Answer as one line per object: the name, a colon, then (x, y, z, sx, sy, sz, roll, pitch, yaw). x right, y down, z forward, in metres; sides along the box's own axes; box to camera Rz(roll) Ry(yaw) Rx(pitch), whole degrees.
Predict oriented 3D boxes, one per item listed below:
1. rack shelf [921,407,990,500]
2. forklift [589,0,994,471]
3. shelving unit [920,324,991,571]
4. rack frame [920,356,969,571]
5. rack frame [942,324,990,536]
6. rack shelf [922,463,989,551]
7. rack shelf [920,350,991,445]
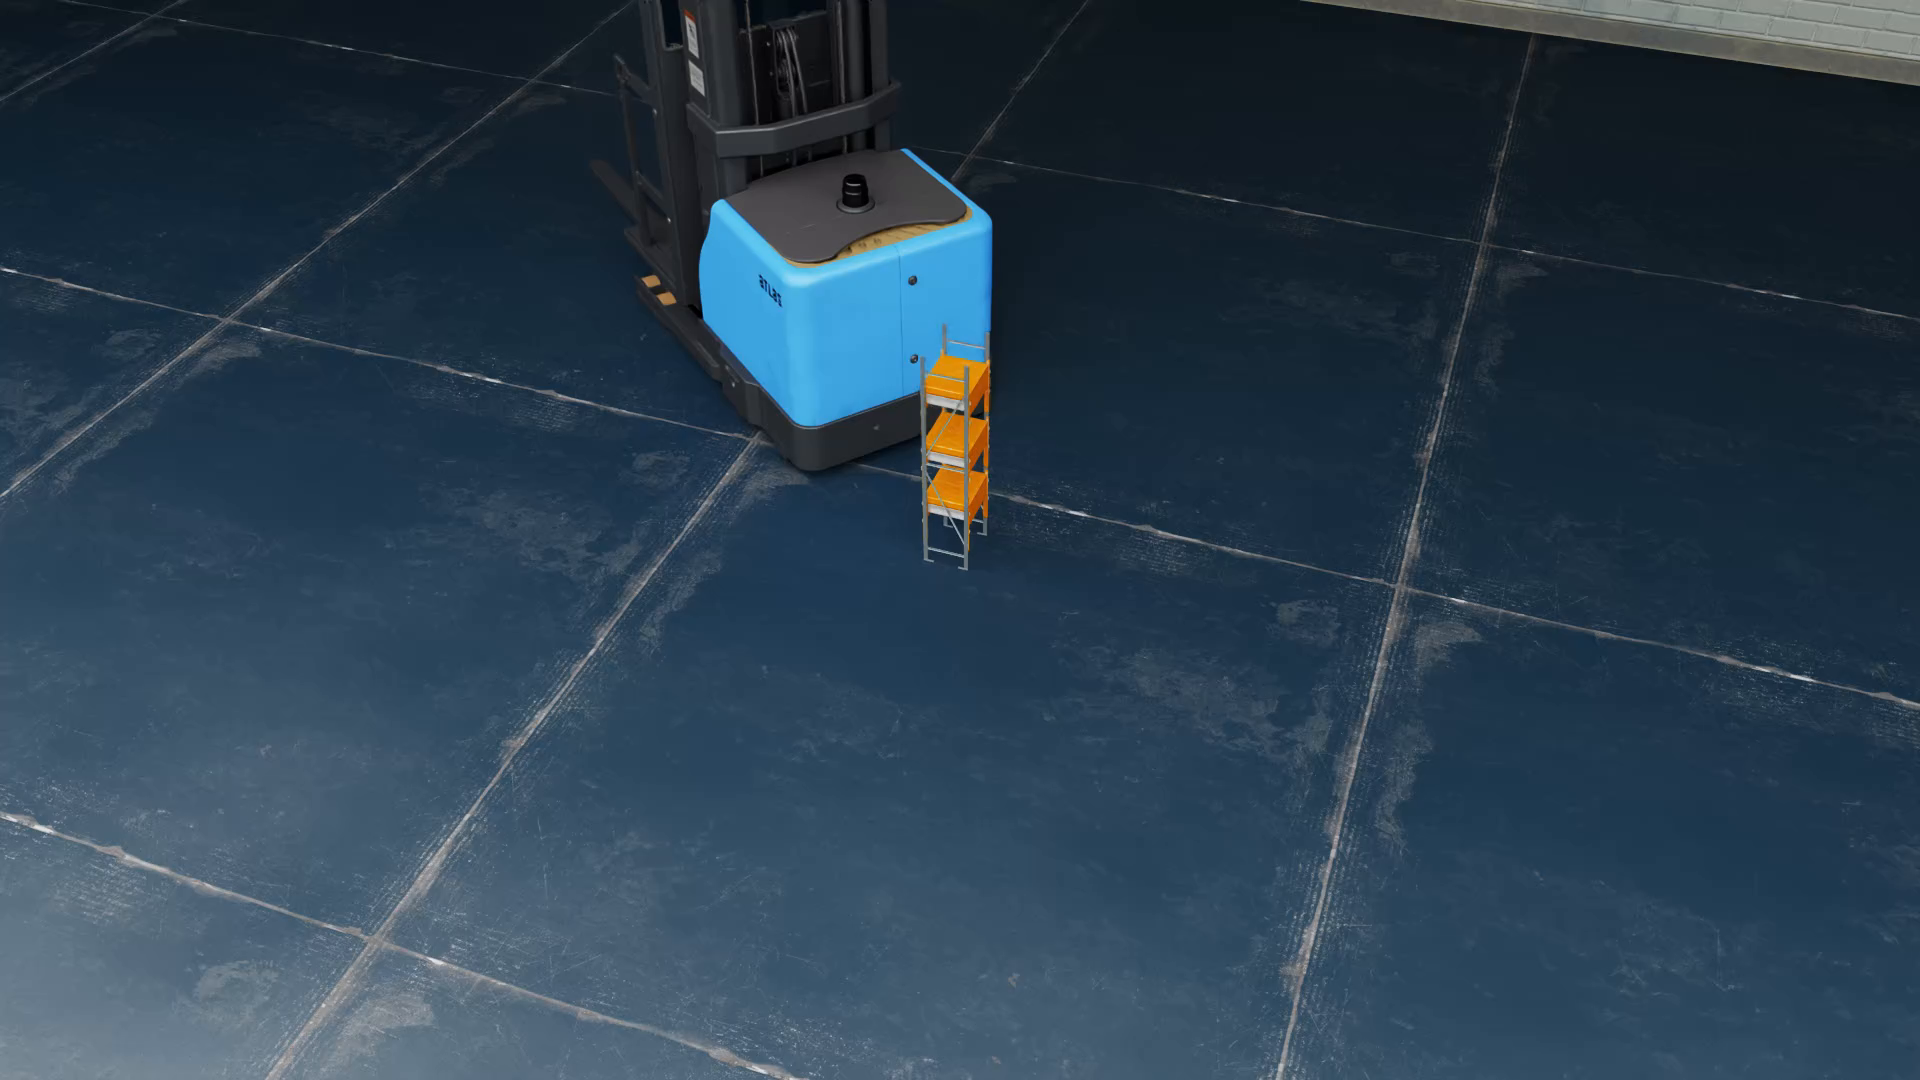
rack shelf: (-0.018, -0.359, 6.878, 0.215, 0.259, 0.240, 13, 42, 15)
forklift: (-1.034, -2.362, 7.760, 1.130, 2.935, 3.031, -21, 45, -23)
shelving unit: (-0.018, -0.367, 6.871, 0.215, 1.050, 0.252, 13, 42, 15)
rack frame: (-0.060, -0.292, 6.784, 0.200, 1.050, 0.008, 13, 42, 15)
rack frame: (0.023, -0.441, 6.958, 0.200, 1.050, 0.008, 13, 42, 15)
rack shelf: (-0.018, -0.147, 7.058, 0.215, 0.259, 0.240, 13, 42, 15)
rack shelf: (-0.018, -0.575, 6.694, 0.215, 0.259, 0.240, 13, 42, 15)
